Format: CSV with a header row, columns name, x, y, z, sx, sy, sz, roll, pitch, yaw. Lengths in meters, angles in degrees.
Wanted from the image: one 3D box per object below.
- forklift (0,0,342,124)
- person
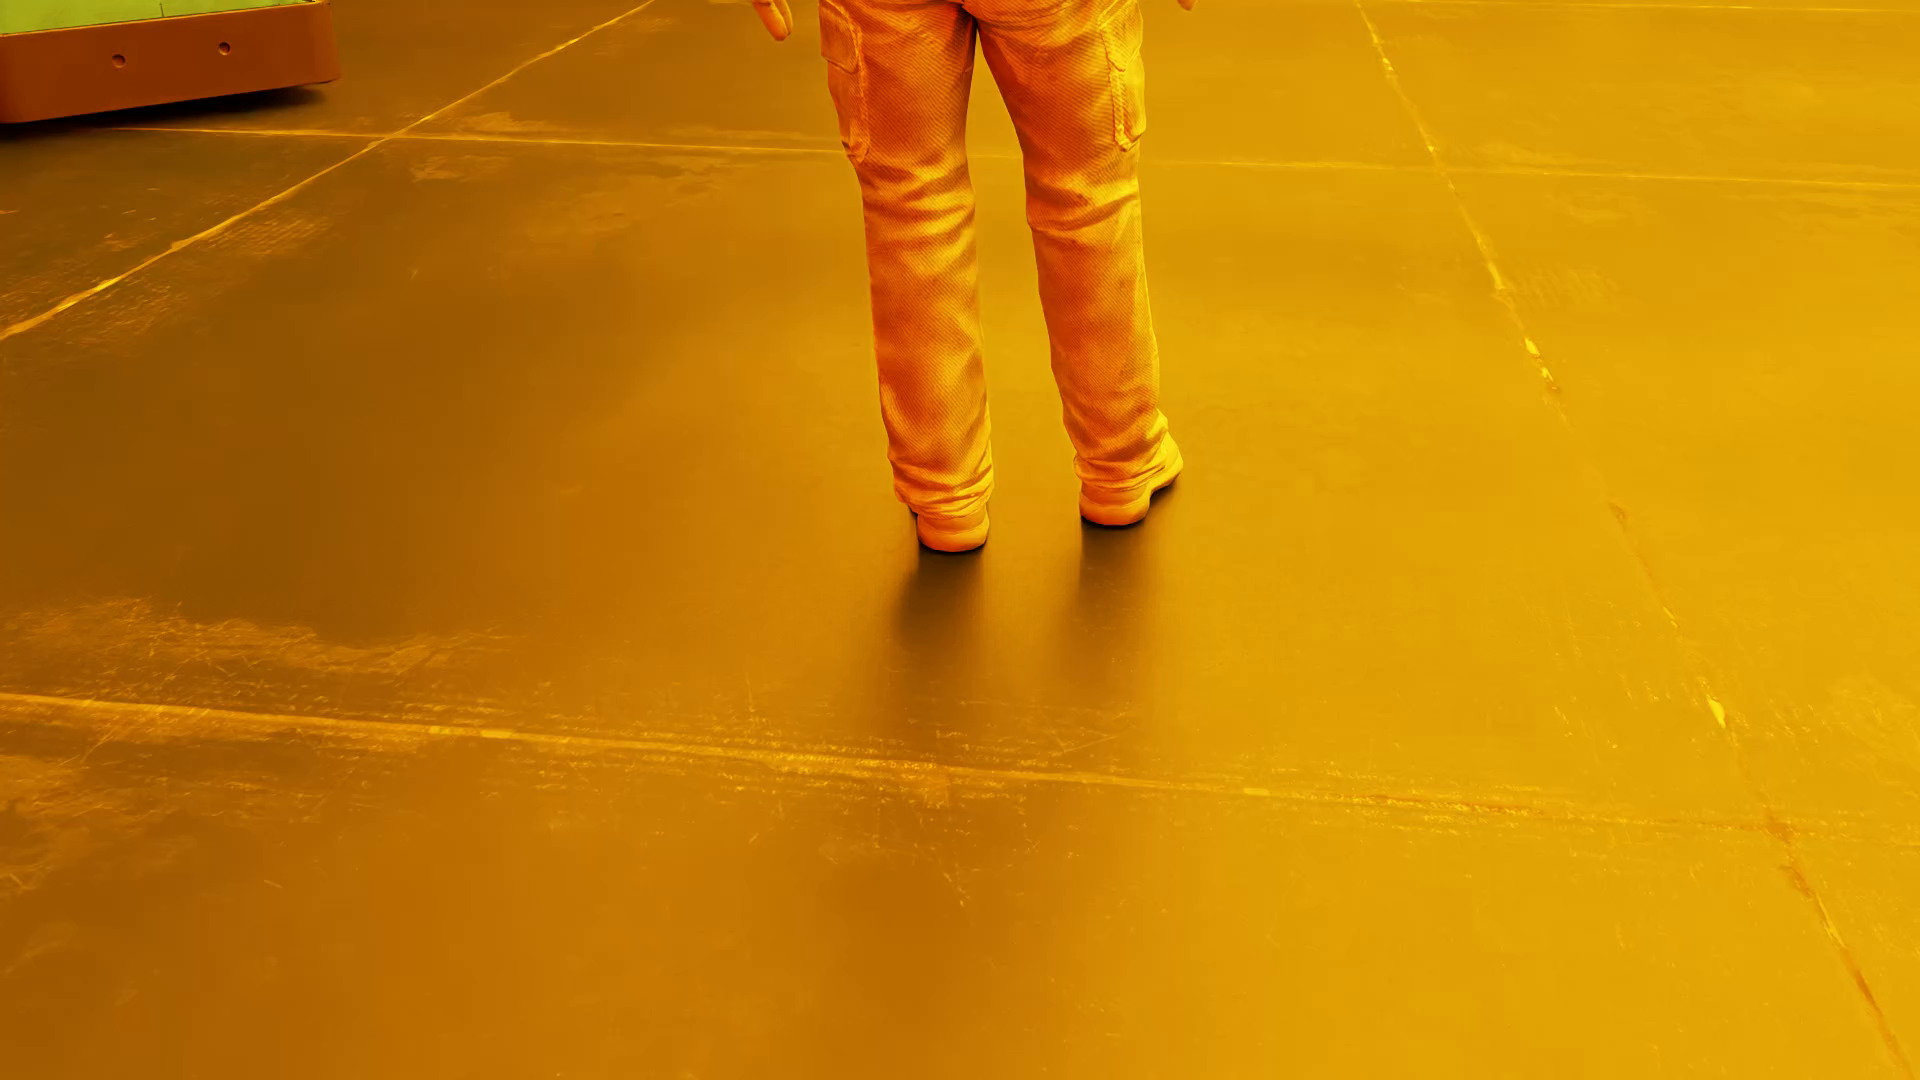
name,x,y,z,sx,sy,sz,roll,pitch,yaw
forklift,-3.313,-3.065,5.361,1.130,2.935,3.031,-21,33,-36
person,0.019,-0.834,2.163,0.656,1.777,0.576,3,27,7
